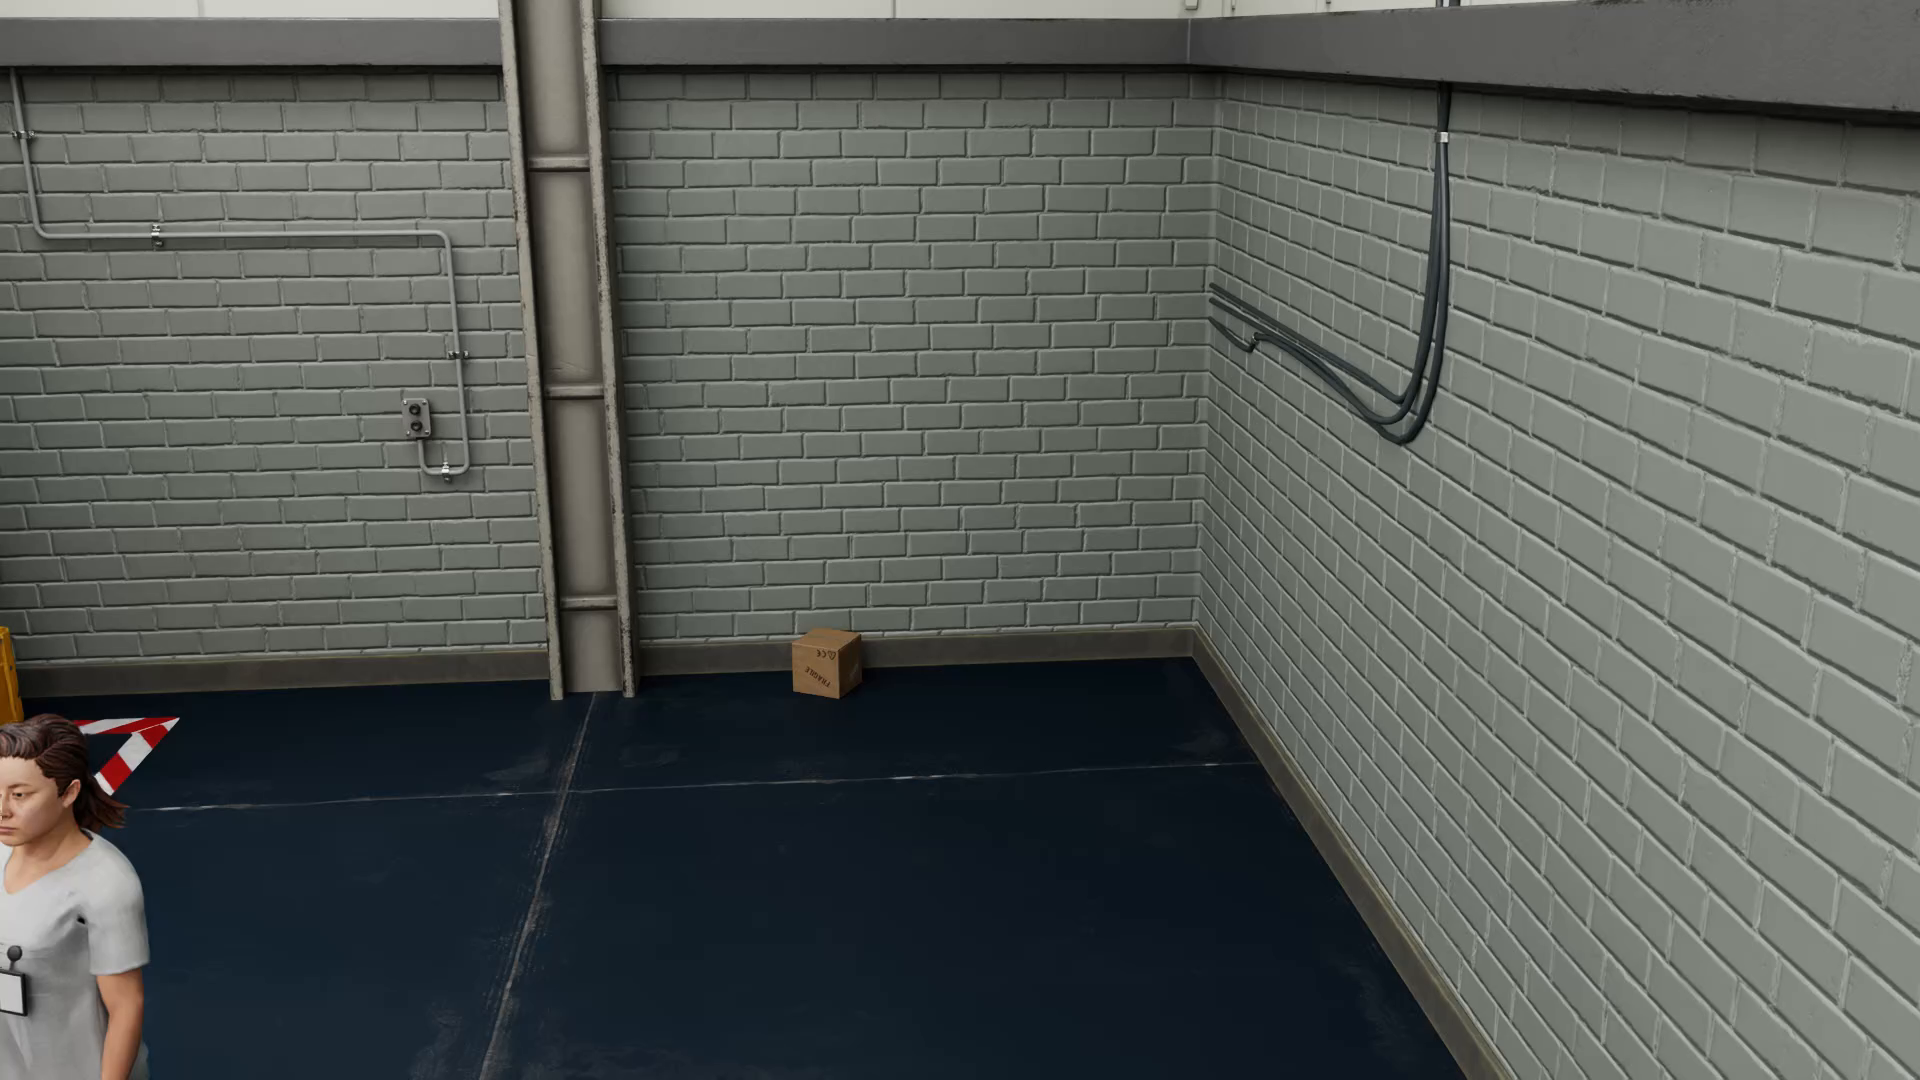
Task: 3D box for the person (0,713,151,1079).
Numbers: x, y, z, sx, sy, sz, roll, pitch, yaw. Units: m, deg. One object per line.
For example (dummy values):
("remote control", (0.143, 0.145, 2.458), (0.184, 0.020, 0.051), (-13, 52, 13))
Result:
("person", (-1.926, 1.209, 3.537), (0.486, 1.722, 0.487), (7, 18, 21))
